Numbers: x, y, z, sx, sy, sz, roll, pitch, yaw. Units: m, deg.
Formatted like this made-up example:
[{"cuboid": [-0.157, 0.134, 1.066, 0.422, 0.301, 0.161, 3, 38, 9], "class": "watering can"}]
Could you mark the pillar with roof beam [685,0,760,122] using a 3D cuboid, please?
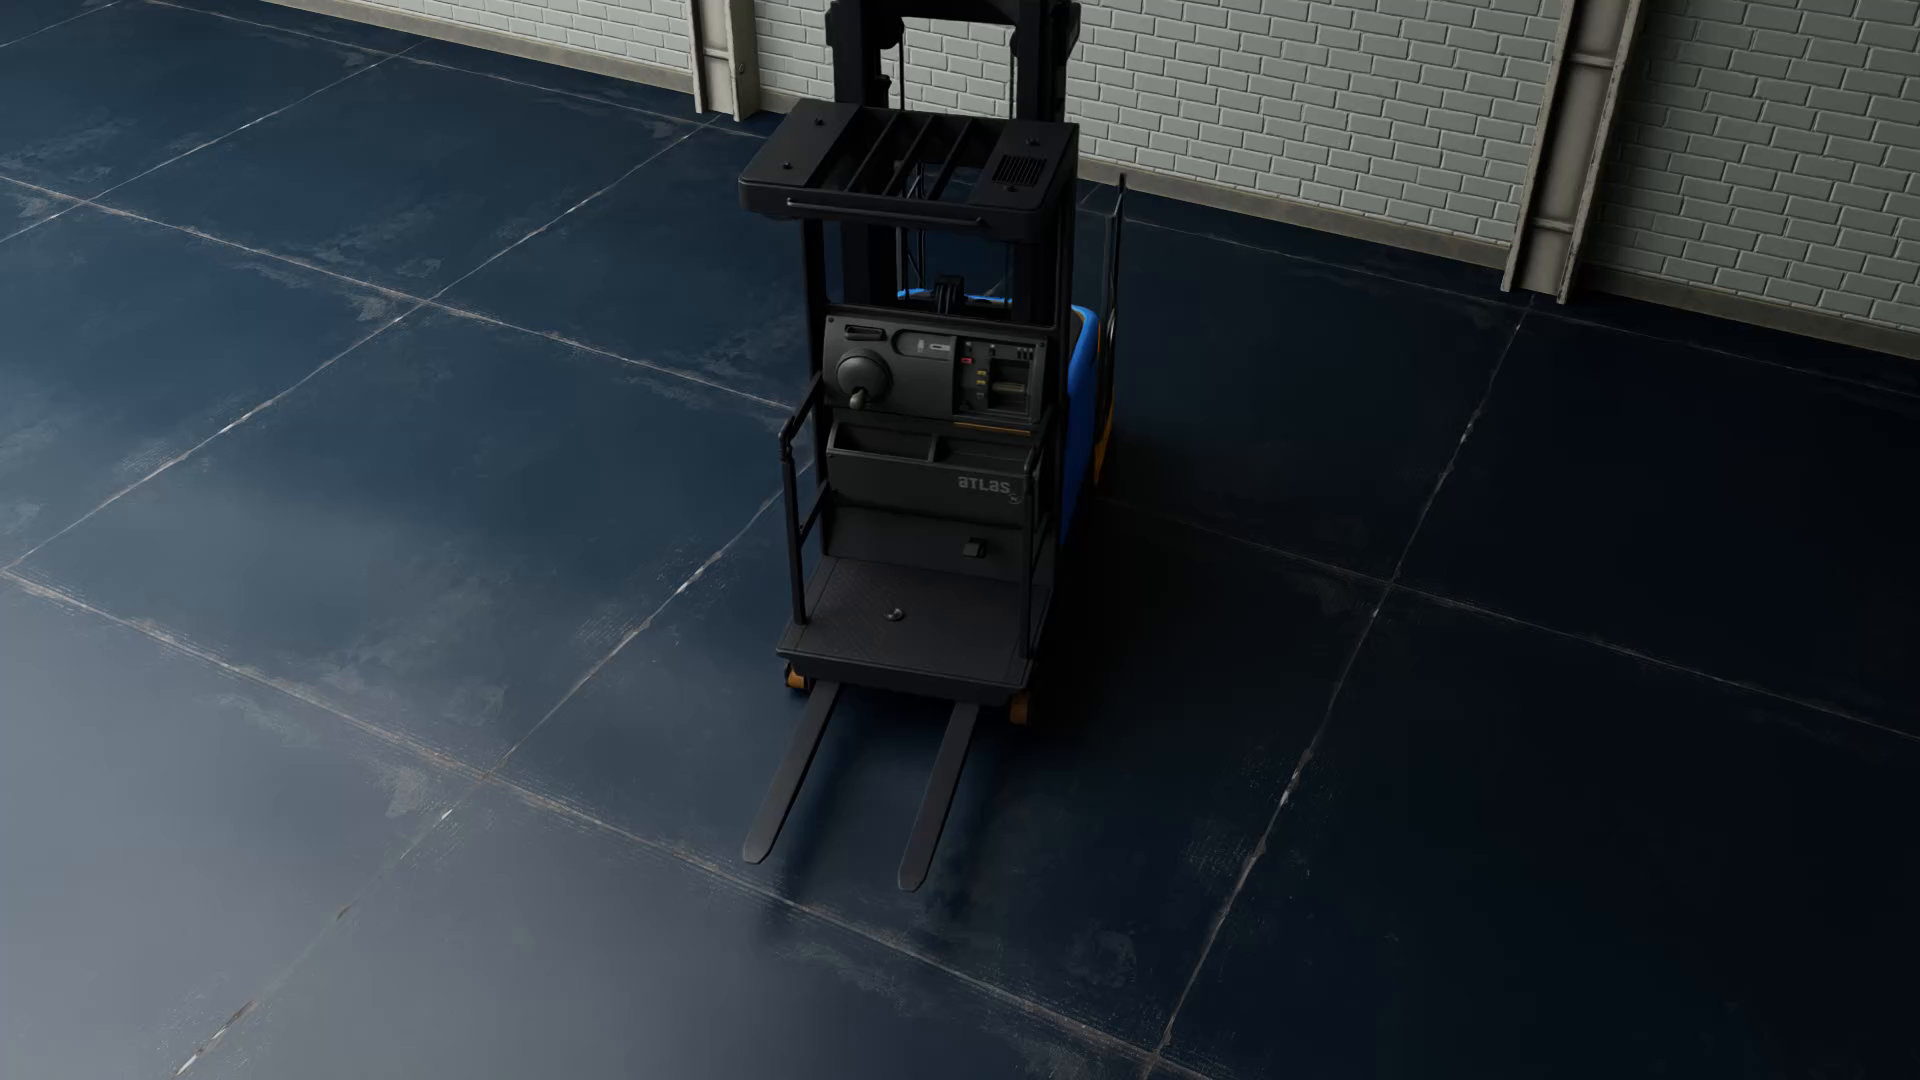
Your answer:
[{"cuboid": [-3.719, -4.514, 6.754, 0.400, 9.000, 9.100, 17, 41, 21], "class": "pillar with roof beam"}]

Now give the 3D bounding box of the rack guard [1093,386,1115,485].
[{"cuboid": [0.730, -0.559, 8.780, 0.087, 0.250, 0.587, 7, 38, 10], "class": "rack guard"}]

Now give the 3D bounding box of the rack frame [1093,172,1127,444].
[{"cuboid": [0.749, -1.055, 8.399, 0.032, 1.500, 0.500, 7, 38, 10], "class": "rack frame"}]

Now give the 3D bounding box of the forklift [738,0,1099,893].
[{"cuboid": [-0.152, -0.622, 6.645, 1.130, 2.935, 3.031, 8, 38, 10], "class": "forklift"}]

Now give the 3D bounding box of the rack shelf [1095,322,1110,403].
[{"cuboid": [0.252, -0.976, 8.592, 1.000, 0.185, 0.538, 7, 38, 10], "class": "rack shelf"}]

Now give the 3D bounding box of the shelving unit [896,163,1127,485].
[{"cuboid": [0.243, -1.120, 8.485, 1.083, 1.500, 0.587, 7, 38, 10], "class": "shelving unit"}]

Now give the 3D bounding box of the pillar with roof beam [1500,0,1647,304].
[{"cuboid": [1.609, -2.846, 4.556, 0.400, 9.000, 9.100, 17, 41, 21], "class": "pillar with roof beam"}]

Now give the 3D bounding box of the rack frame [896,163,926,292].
[{"cuboid": [-0.245, -1.183, 8.568, 0.032, 1.500, 0.500, 7, 38, 10], "class": "rack frame"}]
